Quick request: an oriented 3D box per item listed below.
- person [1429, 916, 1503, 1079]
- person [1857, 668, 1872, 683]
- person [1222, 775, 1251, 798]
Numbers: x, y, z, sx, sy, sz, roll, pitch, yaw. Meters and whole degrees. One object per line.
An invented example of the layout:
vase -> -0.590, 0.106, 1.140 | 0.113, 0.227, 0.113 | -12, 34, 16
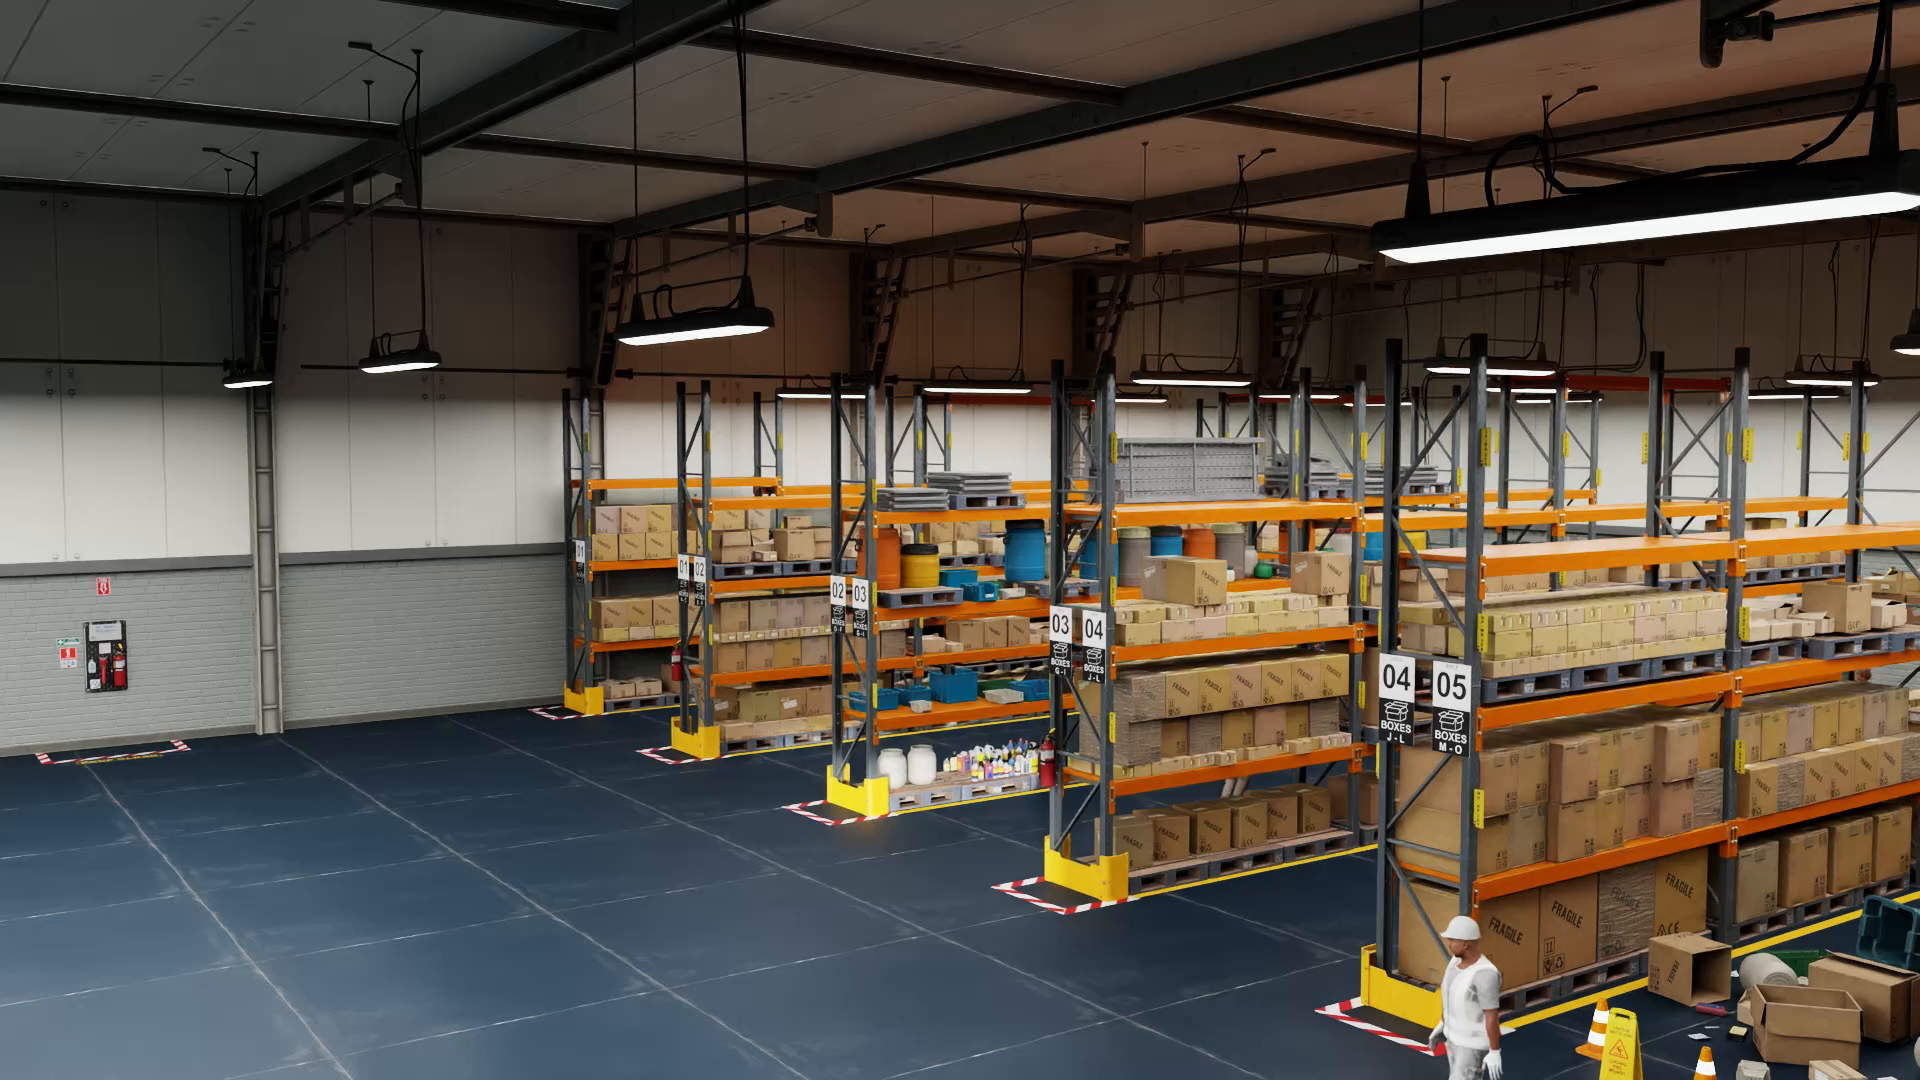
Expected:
person -> 3.513, 3.550, 11.621 | 0.518, 1.844, 0.607 | 0, 4, -6
person -> 13.918, 2.724, 25.620 | 0.972, 1.540, 0.393 | -3, 5, -36
person -> 3.781, 2.852, 22.378 | 0.590, 1.720, 0.462 | 4, 5, 45
